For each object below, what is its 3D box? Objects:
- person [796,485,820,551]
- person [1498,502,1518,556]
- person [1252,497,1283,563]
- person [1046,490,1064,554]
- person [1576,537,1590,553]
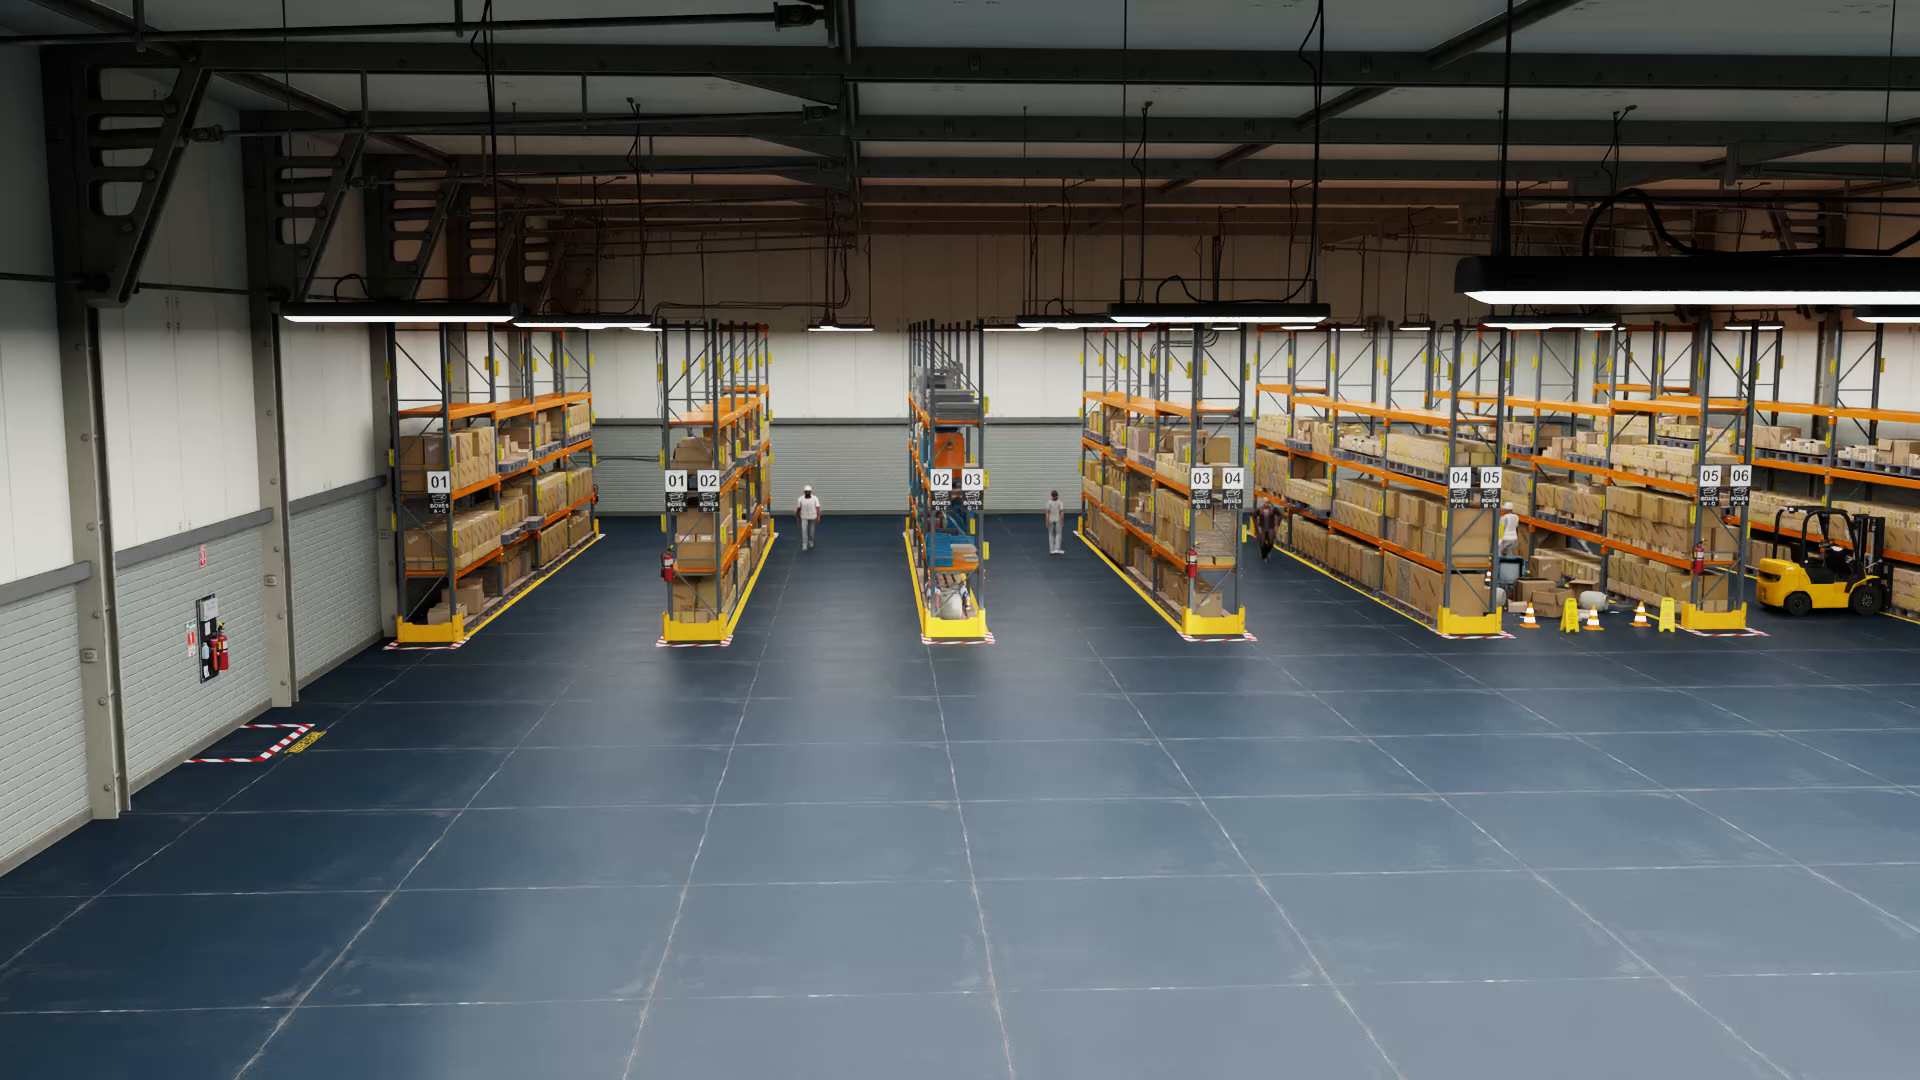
[{"bbox_3d":[-4.044,-0.599,44.216,0.652,1.708,1.085,0,7,-2],"label":"person"},{"bbox_3d":[12.901,0.011,39.177,0.600,1.803,0.401,-4,8,-29],"label":"person"},{"bbox_3d":[7.700,-0.251,41.727,0.751,1.680,0.664,1,7,6],"label":"person"},{"bbox_3d":[2.485,-0.465,43.462,0.492,1.672,0.499,0,7,2],"label":"person"},{"bbox_3d":[16.069,-0.317,42.657,0.483,1.578,0.538,-3,8,-21],"label":"person"}]
